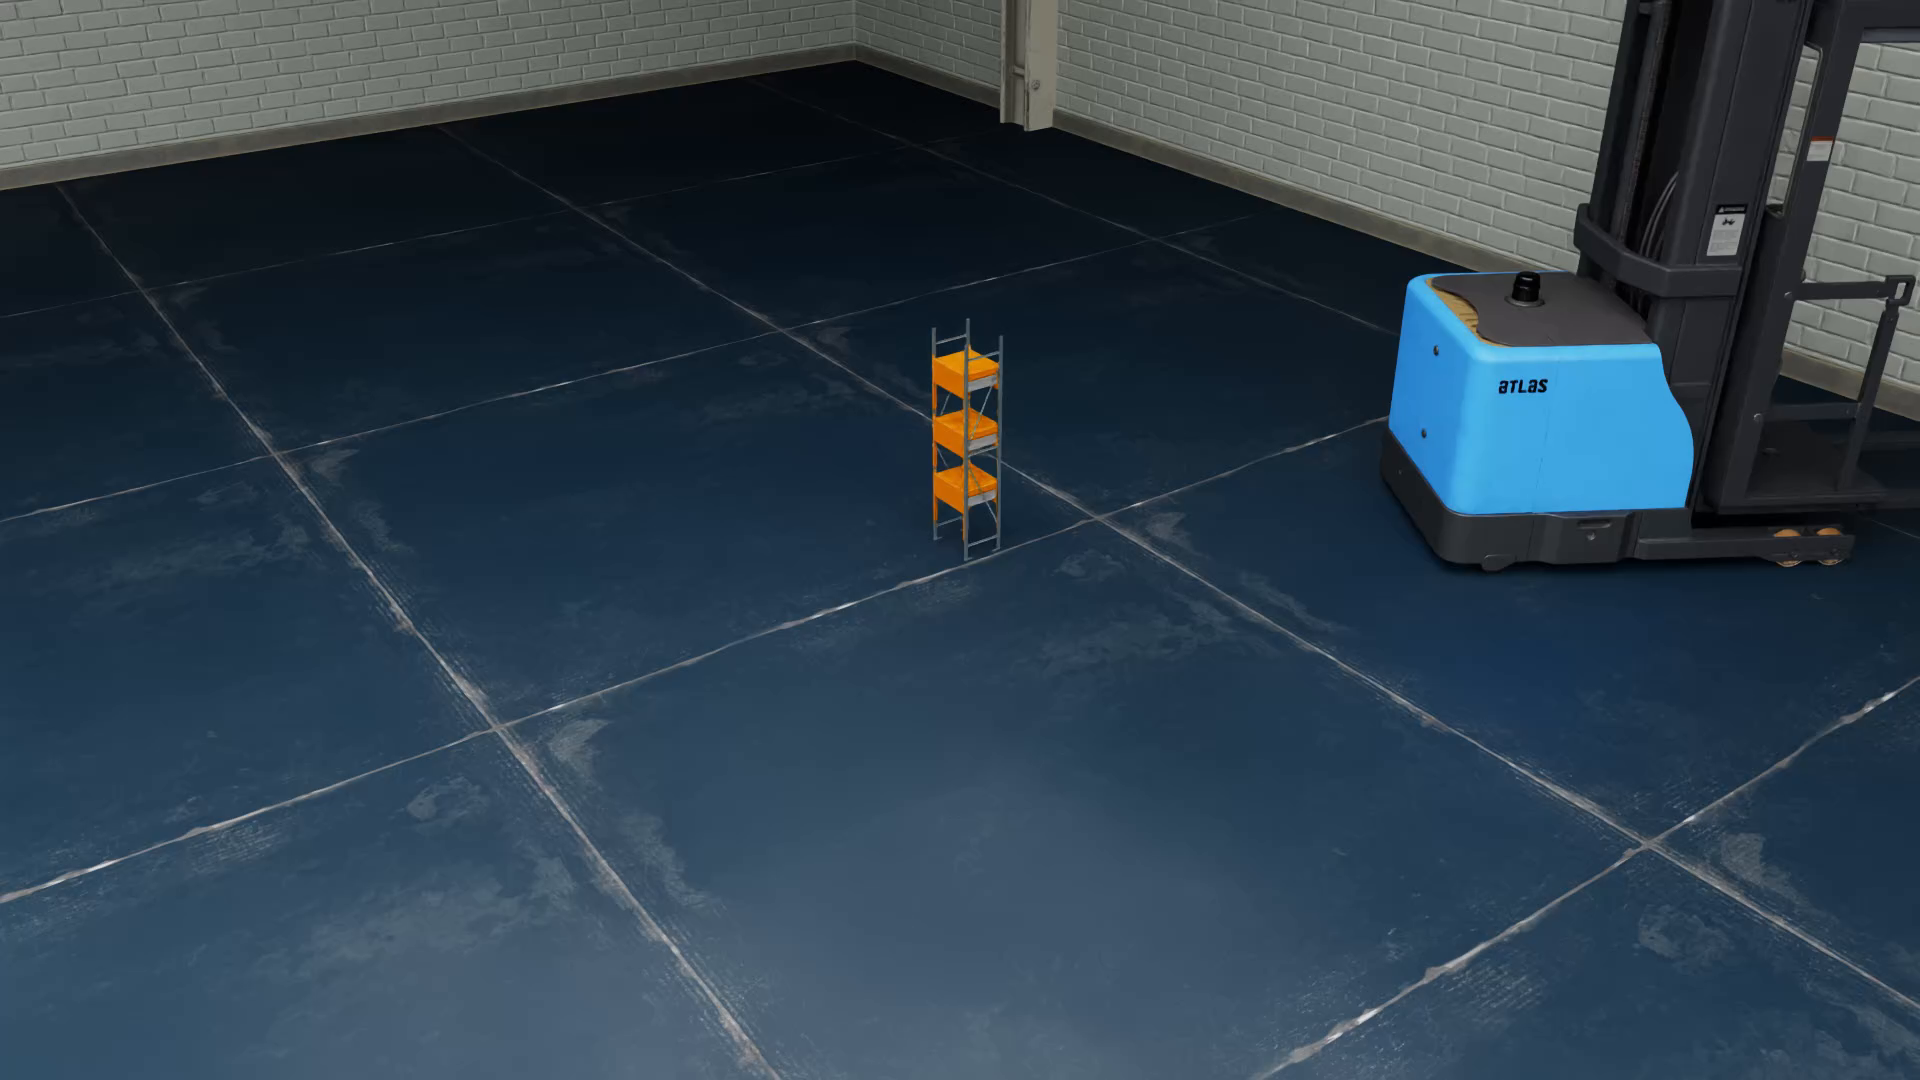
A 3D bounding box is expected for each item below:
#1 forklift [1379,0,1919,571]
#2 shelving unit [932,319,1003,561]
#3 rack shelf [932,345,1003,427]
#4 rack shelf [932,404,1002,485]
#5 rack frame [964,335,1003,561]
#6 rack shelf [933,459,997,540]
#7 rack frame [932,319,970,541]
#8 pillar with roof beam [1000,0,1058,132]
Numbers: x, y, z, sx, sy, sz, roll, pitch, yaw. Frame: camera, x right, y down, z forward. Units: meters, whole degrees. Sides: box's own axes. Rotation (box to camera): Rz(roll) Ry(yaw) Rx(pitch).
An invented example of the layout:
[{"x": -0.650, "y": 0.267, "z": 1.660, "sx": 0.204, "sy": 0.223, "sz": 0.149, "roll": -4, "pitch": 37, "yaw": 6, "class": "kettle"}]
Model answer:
[{"x": 3.620, "y": -1.418, "z": 7.290, "sx": 3.031, "sy": 2.935, "sz": 1.130, "roll": -2, "pitch": 29, "yaw": -4, "class": "forklift"}, {"x": 0.031, "y": -0.441, "z": 7.461, "sx": 0.215, "sy": 1.050, "sz": 0.252, "roll": -19, "pitch": 34, "yaw": -31, "class": "shelving unit"}, {"x": 0.031, "y": -0.681, "z": 7.331, "sx": 0.215, "sy": 0.259, "sz": 0.240, "roll": -19, "pitch": 34, "yaw": -31, "class": "rack shelf"}, {"x": 0.031, "y": -0.431, "z": 7.466, "sx": 0.215, "sy": 0.259, "sz": 0.240, "roll": -19, "pitch": 34, "yaw": -31, "class": "rack shelf"}, {"x": 0.102, "y": -0.393, "z": 7.374, "sx": 0.200, "sy": 1.050, "sz": 0.008, "roll": -19, "pitch": 34, "yaw": -31, "class": "rack frame"}, {"x": 0.031, "y": -0.187, "z": 7.599, "sx": 0.215, "sy": 0.259, "sz": 0.240, "roll": -19, "pitch": 34, "yaw": -31, "class": "rack shelf"}, {"x": -0.040, "y": -0.488, "z": 7.548, "sx": 0.200, "sy": 1.050, "sz": 0.008, "roll": -19, "pitch": 34, "yaw": -31, "class": "rack frame"}, {"x": -2.925, "y": -6.357, "z": 10.026, "sx": 9.100, "sy": 9.000, "sz": 0.400, "roll": -19, "pitch": 34, "yaw": -31, "class": "pillar with roof beam"}]
